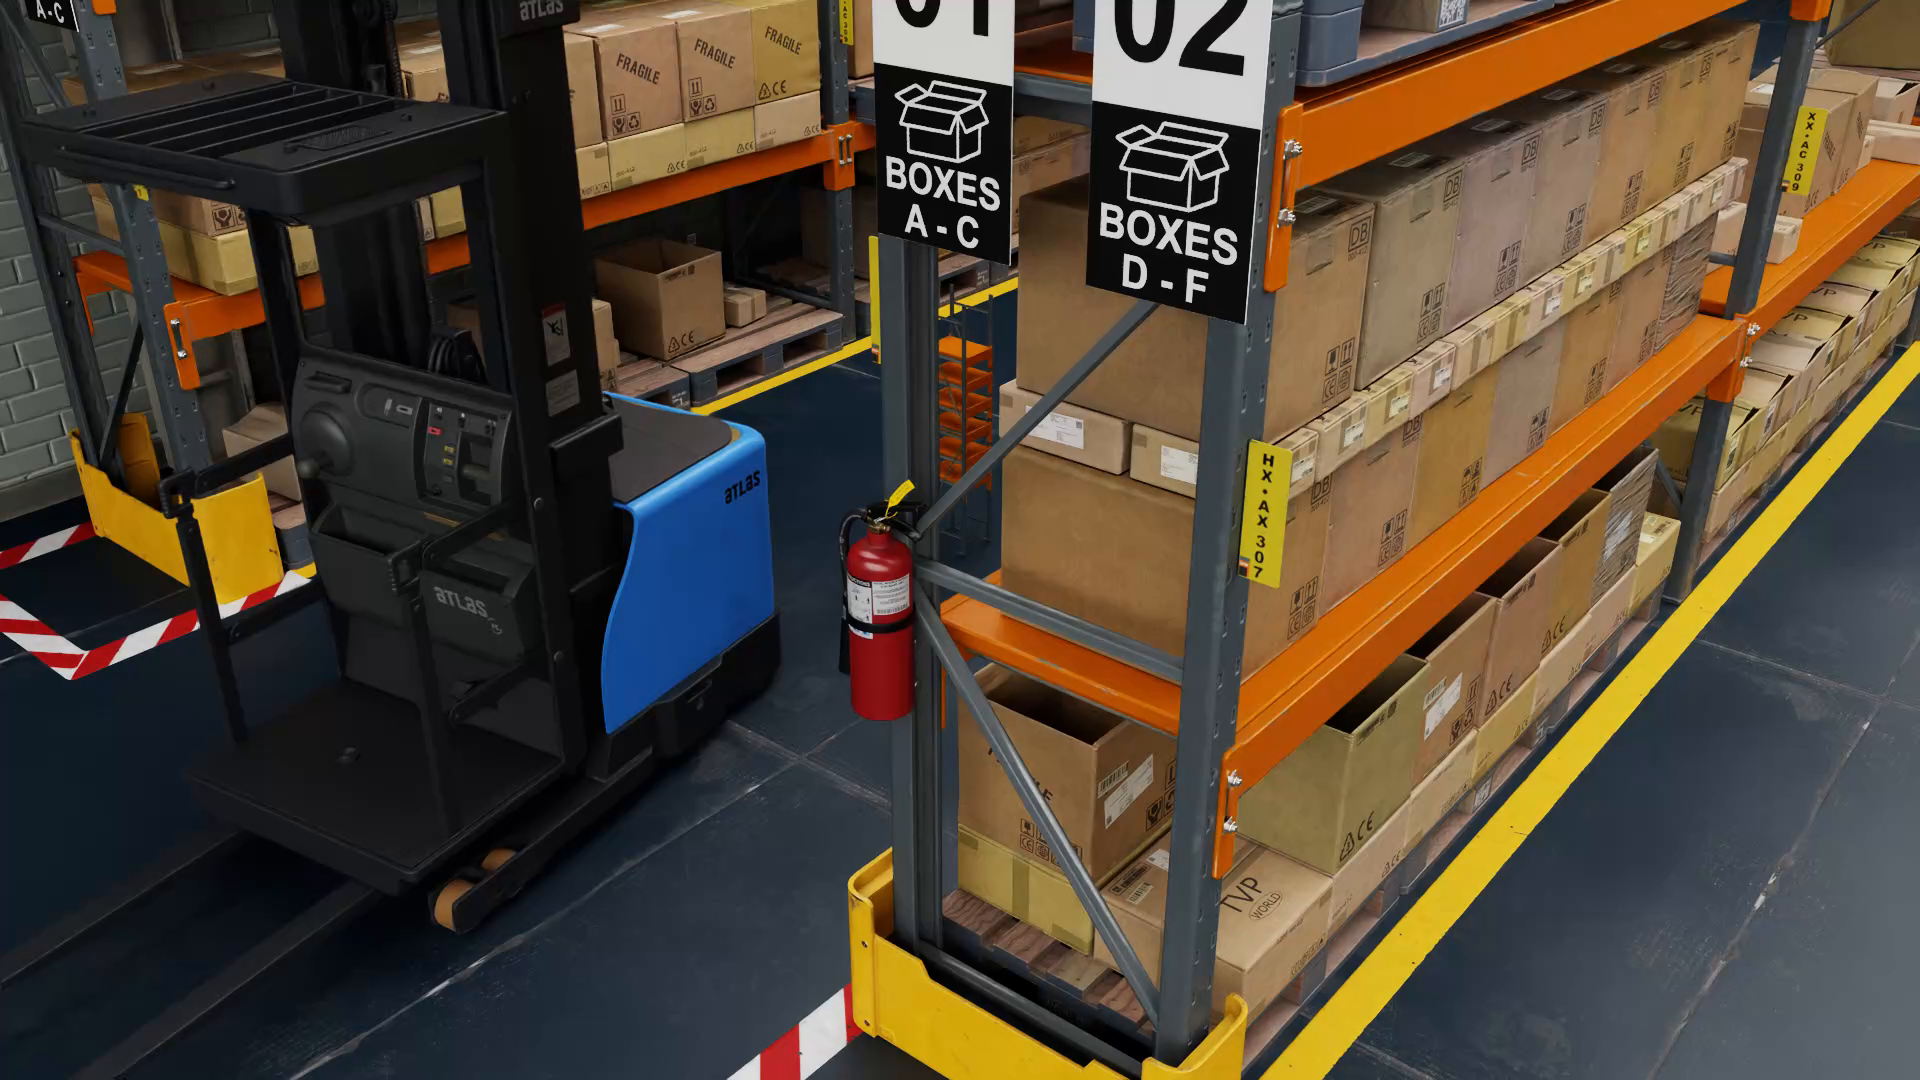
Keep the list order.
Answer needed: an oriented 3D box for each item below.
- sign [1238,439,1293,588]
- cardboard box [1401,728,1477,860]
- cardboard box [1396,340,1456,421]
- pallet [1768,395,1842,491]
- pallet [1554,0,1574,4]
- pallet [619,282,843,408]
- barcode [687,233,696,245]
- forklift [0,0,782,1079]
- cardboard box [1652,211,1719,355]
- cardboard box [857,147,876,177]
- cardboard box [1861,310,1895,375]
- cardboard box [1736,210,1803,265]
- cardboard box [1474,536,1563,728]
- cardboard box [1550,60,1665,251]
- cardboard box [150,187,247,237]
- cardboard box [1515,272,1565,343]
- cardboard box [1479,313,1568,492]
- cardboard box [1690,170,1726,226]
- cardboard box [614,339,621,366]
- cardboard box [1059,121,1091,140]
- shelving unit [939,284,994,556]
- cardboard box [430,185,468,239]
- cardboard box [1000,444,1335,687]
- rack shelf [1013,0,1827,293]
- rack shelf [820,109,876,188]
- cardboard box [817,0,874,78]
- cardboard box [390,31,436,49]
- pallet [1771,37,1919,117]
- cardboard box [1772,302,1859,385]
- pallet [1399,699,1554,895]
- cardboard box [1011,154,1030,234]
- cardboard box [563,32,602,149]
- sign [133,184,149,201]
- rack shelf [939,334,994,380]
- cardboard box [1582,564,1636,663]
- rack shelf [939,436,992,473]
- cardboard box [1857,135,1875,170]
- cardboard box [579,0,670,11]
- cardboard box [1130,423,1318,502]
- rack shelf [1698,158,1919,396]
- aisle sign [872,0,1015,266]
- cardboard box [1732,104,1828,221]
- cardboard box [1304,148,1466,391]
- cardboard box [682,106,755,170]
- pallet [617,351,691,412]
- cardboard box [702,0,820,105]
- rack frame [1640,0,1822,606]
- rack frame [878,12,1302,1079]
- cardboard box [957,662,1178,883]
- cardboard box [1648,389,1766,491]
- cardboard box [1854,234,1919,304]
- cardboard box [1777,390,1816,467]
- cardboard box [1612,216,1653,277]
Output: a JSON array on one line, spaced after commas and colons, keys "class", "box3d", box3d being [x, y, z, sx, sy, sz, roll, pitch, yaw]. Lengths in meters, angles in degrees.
[{"class": "sign", "box3d": [0.652, -0.054, 3.561, 0.100, 0.325, 0.005, 21, 34, 34]}, {"class": "cardboard box", "box3d": [1.374, 0.756, 5.560, 0.500, 0.250, 0.500, 21, 34, 34]}, {"class": "cardboard box", "box3d": [1.132, -0.478, 4.595, 0.380, 0.149, 0.250, 20, 34, 34]}, {"class": "pallet", "box3d": [3.987, -0.685, 8.845, 1.003, 0.211, 1.213, 21, 34, 34]}, {"class": "pallet", "box3d": [1.473, -1.769, 4.737, 1.003, 0.211, 1.213, 21, 34, 34]}, {"class": "pallet", "box3d": [-1.452, -1.176, 9.794, 1.003, 0.211, 1.213, 21, 34, 34]}, {"class": "barcode", "box3d": [-1.581, -1.769, 9.798, 0.001, 0.075, 0.075, 21, 34, 34]}, {"class": "forklift", "box3d": [-1.885, -0.288, 5.116, 1.130, 2.935, 3.031, 15, 31, 26]}, {"class": "cardboard box", "box3d": [2.495, -1.102, 6.506, 0.700, 0.500, 0.500, 20, 33, 33]}, {"class": "cardboard box", "box3d": [-0.320, -2.504, 10.752, 0.500, 0.250, 0.500, 20, 33, 33]}, {"class": "cardboard box", "box3d": [4.845, -1.158, 9.260, 0.500, 0.250, 0.500, 20, 34, 34]}, {"class": "cardboard box", "box3d": [3.494, -1.359, 7.387, 0.380, 0.149, 0.250, 21, 34, 34]}, {"class": "cardboard box", "box3d": [1.697, 0.247, 5.727, 0.500, 0.500, 0.500, 21, 34, 34]}, {"class": "cardboard box", "box3d": [1.855, -1.321, 5.518, 0.700, 0.500, 0.500, 21, 34, 34]}, {"class": "cardboard box", "box3d": [-3.061, -1.602, 6.907, 0.500, 0.500, 0.500, 21, 34, 34]}, {"class": "cardboard box", "box3d": [1.622, -0.752, 5.124, 0.380, 0.149, 0.250, 21, 34, 35]}, {"class": "cardboard box", "box3d": [1.517, -0.554, 5.448, 0.700, 0.500, 0.500, 22, 35, 36]}, {"class": "cardboard box", "box3d": [2.606, -1.303, 6.189, 0.380, 0.149, 0.250, 20, 33, 33]}, {"class": "cardboard box", "box3d": [-2.085, -1.031, 9.102, 0.380, 0.149, 0.250, 18, 32, 30]}, {"class": "cardboard box", "box3d": [0.663, -3.045, 11.797, 0.500, 0.250, 0.500, 21, 34, 35]}, {"class": "shelving unit", "box3d": [-0.009, -0.528, 7.464, 0.258, 1.200, 0.189, 21, 34, 34]}, {"class": "cardboard box", "box3d": [-2.394, -1.634, 7.786, 0.500, 0.250, 0.500, 20, 34, 34]}, {"class": "cardboard box", "box3d": [0.535, -0.005, 4.385, 0.700, 0.500, 0.500, 21, 34, 34]}, {"class": "rack shelf", "box3d": [1.500, -1.520, 4.942, 1.077, 0.370, 4.000, 21, 34, 34]}, {"class": "rack shelf", "box3d": [0.220, -3.053, 11.169, 1.077, 0.370, 4.000, 21, 34, 34]}, {"class": "cardboard box", "box3d": [-0.703, -3.073, 9.839, 0.700, 0.500, 0.500, 21, 34, 35]}, {"class": "cardboard box", "box3d": [-2.808, -2.110, 7.889, 0.500, 0.500, 0.500, 20, 33, 33]}, {"class": "pallet", "box3d": [5.693, -2.810, 10.127, 1.213, 0.211, 1.003, 21, 34, 34]}, {"class": "cardboard box", "box3d": [4.204, -1.050, 8.440, 0.500, 0.311, 0.500, 22, 34, 36]}, {"class": "pallet", "box3d": [1.458, 0.726, 6.117, 1.003, 0.211, 1.213, 21, 34, 34]}, {"class": "cardboard box", "box3d": [0.048, -2.381, 11.330, 0.700, 0.500, 0.500, 21, 34, 35]}, {"class": "cardboard box", "box3d": [-2.087, -2.142, 7.951, 0.500, 0.500, 0.500, 22, 35, 36]}, {"class": "sign", "box3d": [-3.178, -1.471, 6.386, 0.100, 0.325, 0.005, 21, 34, 34]}, {"class": "rack shelf", "box3d": [-0.009, -0.808, 7.319, 0.258, 0.103, 0.180, 21, 34, 34]}, {"class": "cardboard box", "box3d": [2.320, 0.221, 6.594, 0.500, 0.250, 0.500, 21, 34, 34]}, {"class": "rack shelf", "box3d": [-0.009, -0.382, 7.540, 0.258, 0.103, 0.180, 21, 34, 34]}, {"class": "cardboard box", "box3d": [4.549, -2.055, 8.730, 0.380, 0.149, 0.250, 24, 36, 38]}, {"class": "cardboard box", "box3d": [-1.845, -2.650, 8.934, 0.500, 0.500, 0.500, 21, 34, 34]}, {"class": "cardboard box", "box3d": [0.644, -0.207, 4.071, 0.380, 0.149, 0.250, 20, 34, 34]}, {"class": "rack shelf", "box3d": [4.044, -1.606, 8.373, 1.077, 0.370, 4.000, 21, 34, 34]}, {"class": "aisle sign", "box3d": [-0.040, -1.016, 3.619, 0.394, 0.787, 0.004, 21, 34, 34]}, {"class": "cardboard box", "box3d": [3.608, -1.715, 7.692, 0.500, 0.500, 0.500, 24, 36, 38]}, {"class": "cardboard box", "box3d": [0.899, -0.788, 4.487, 0.700, 0.500, 0.500, 20, 33, 33]}, {"class": "cardboard box", "box3d": [-1.443, -2.175, 8.830, 0.500, 0.250, 0.500, 21, 34, 35]}, {"class": "pallet", "box3d": [-2.228, -0.742, 8.954, 1.003, 0.211, 1.213, 21, 34, 34]}, {"class": "cardboard box", "box3d": [-1.115, -2.680, 8.992, 0.500, 0.500, 0.500, 21, 34, 34]}, {"class": "rack frame", "box3d": [2.772, -1.217, 6.837, 1.000, 3.000, 0.127, 21, 34, 34]}, {"class": "rack frame", "box3d": [0.228, 0.202, 4.096, 1.000, 3.000, 0.127, 21, 34, 34]}, {"class": "cardboard box", "box3d": [0.339, 0.626, 4.994, 0.500, 0.500, 0.500, 21, 34, 34]}, {"class": "cardboard box", "box3d": [3.227, -0.505, 7.386, 0.500, 0.311, 0.500, 21, 34, 35]}, {"class": "cardboard box", "box3d": [5.173, -1.591, 9.487, 0.500, 0.311, 0.500, 22, 34, 36]}, {"class": "cardboard box", "box3d": [3.873, -0.618, 8.215, 0.500, 0.250, 0.500, 20, 33, 33]}, {"class": "cardboard box", "box3d": [2.116, -1.030, 5.661, 0.380, 0.149, 0.250, 21, 34, 34]}]
